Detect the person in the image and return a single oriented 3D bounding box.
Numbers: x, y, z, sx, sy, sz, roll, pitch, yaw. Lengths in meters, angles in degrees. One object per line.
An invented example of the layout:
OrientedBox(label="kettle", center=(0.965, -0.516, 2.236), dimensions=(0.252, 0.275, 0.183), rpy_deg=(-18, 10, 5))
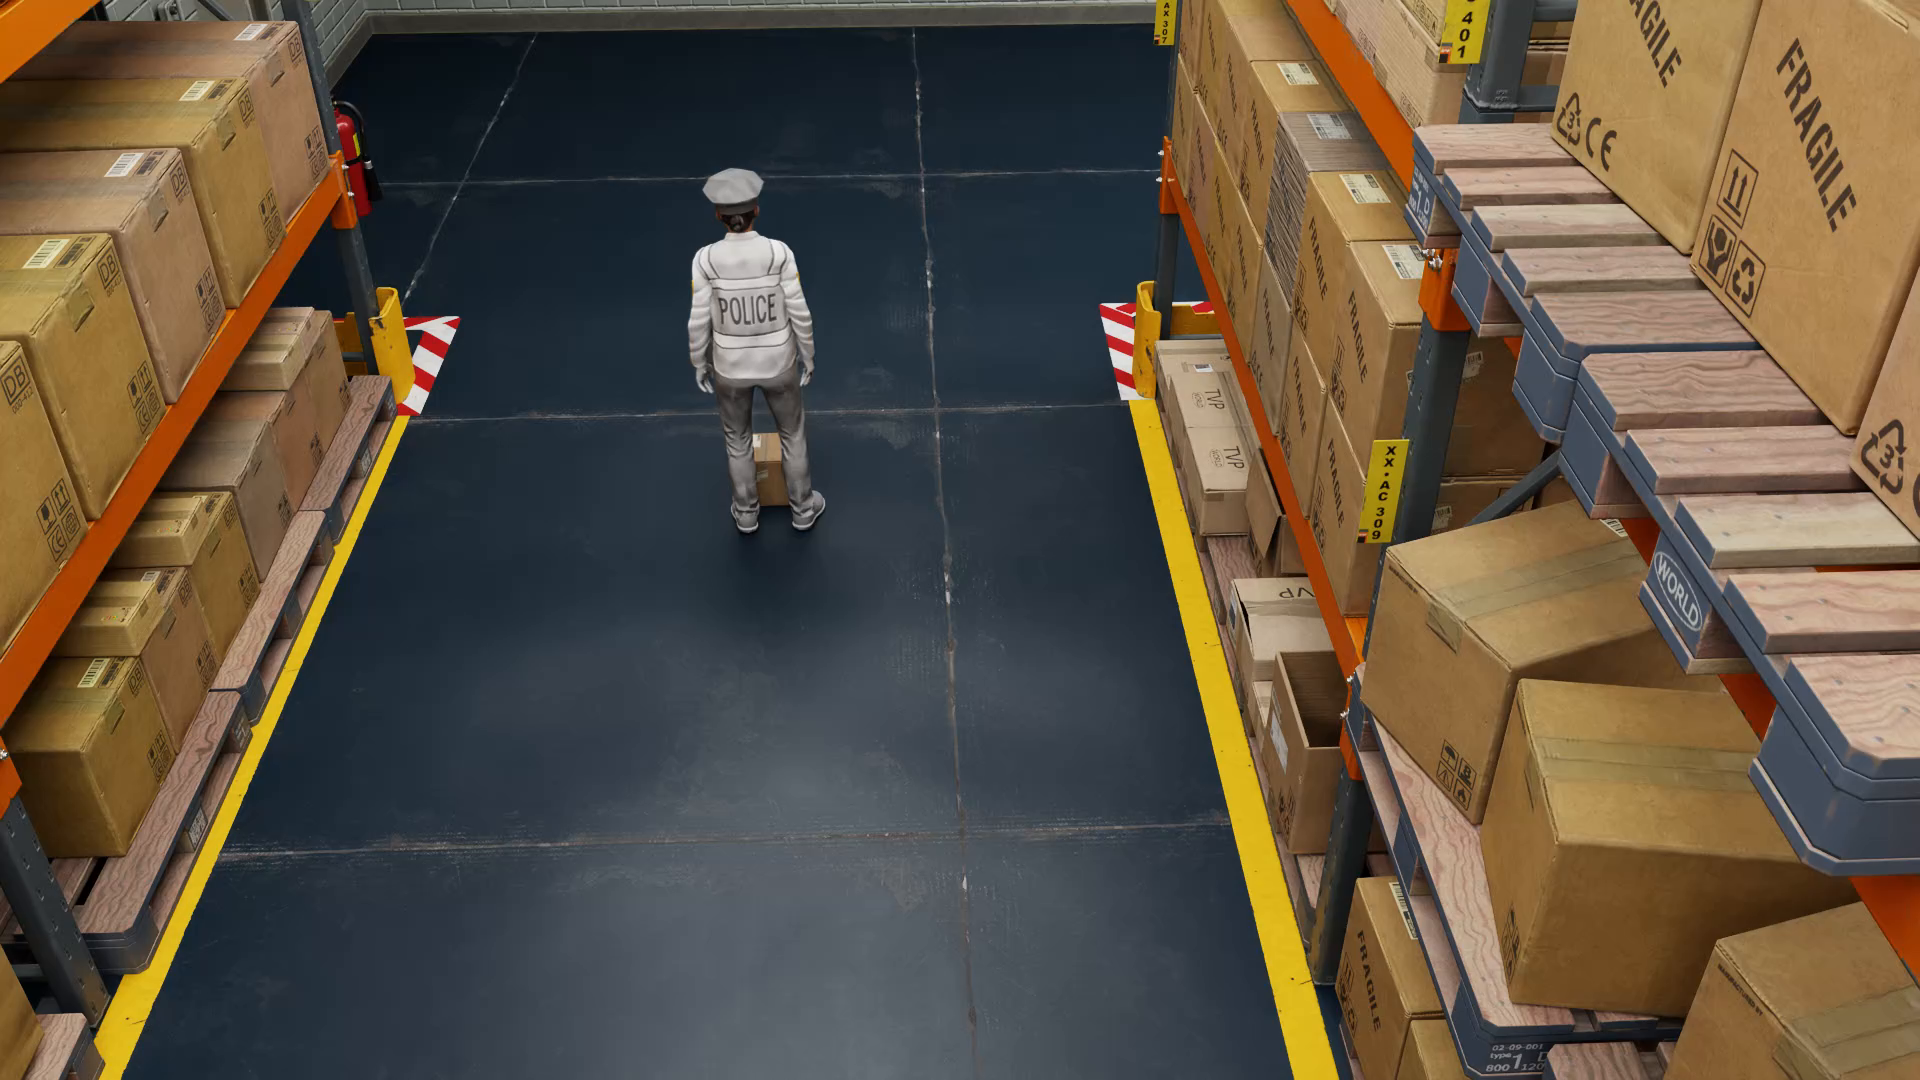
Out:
OrientedBox(label="person", center=(-0.893, -0.767, 7.220), dimensions=(0.545, 1.663, 0.376), rpy_deg=(-4, 36, -5))
